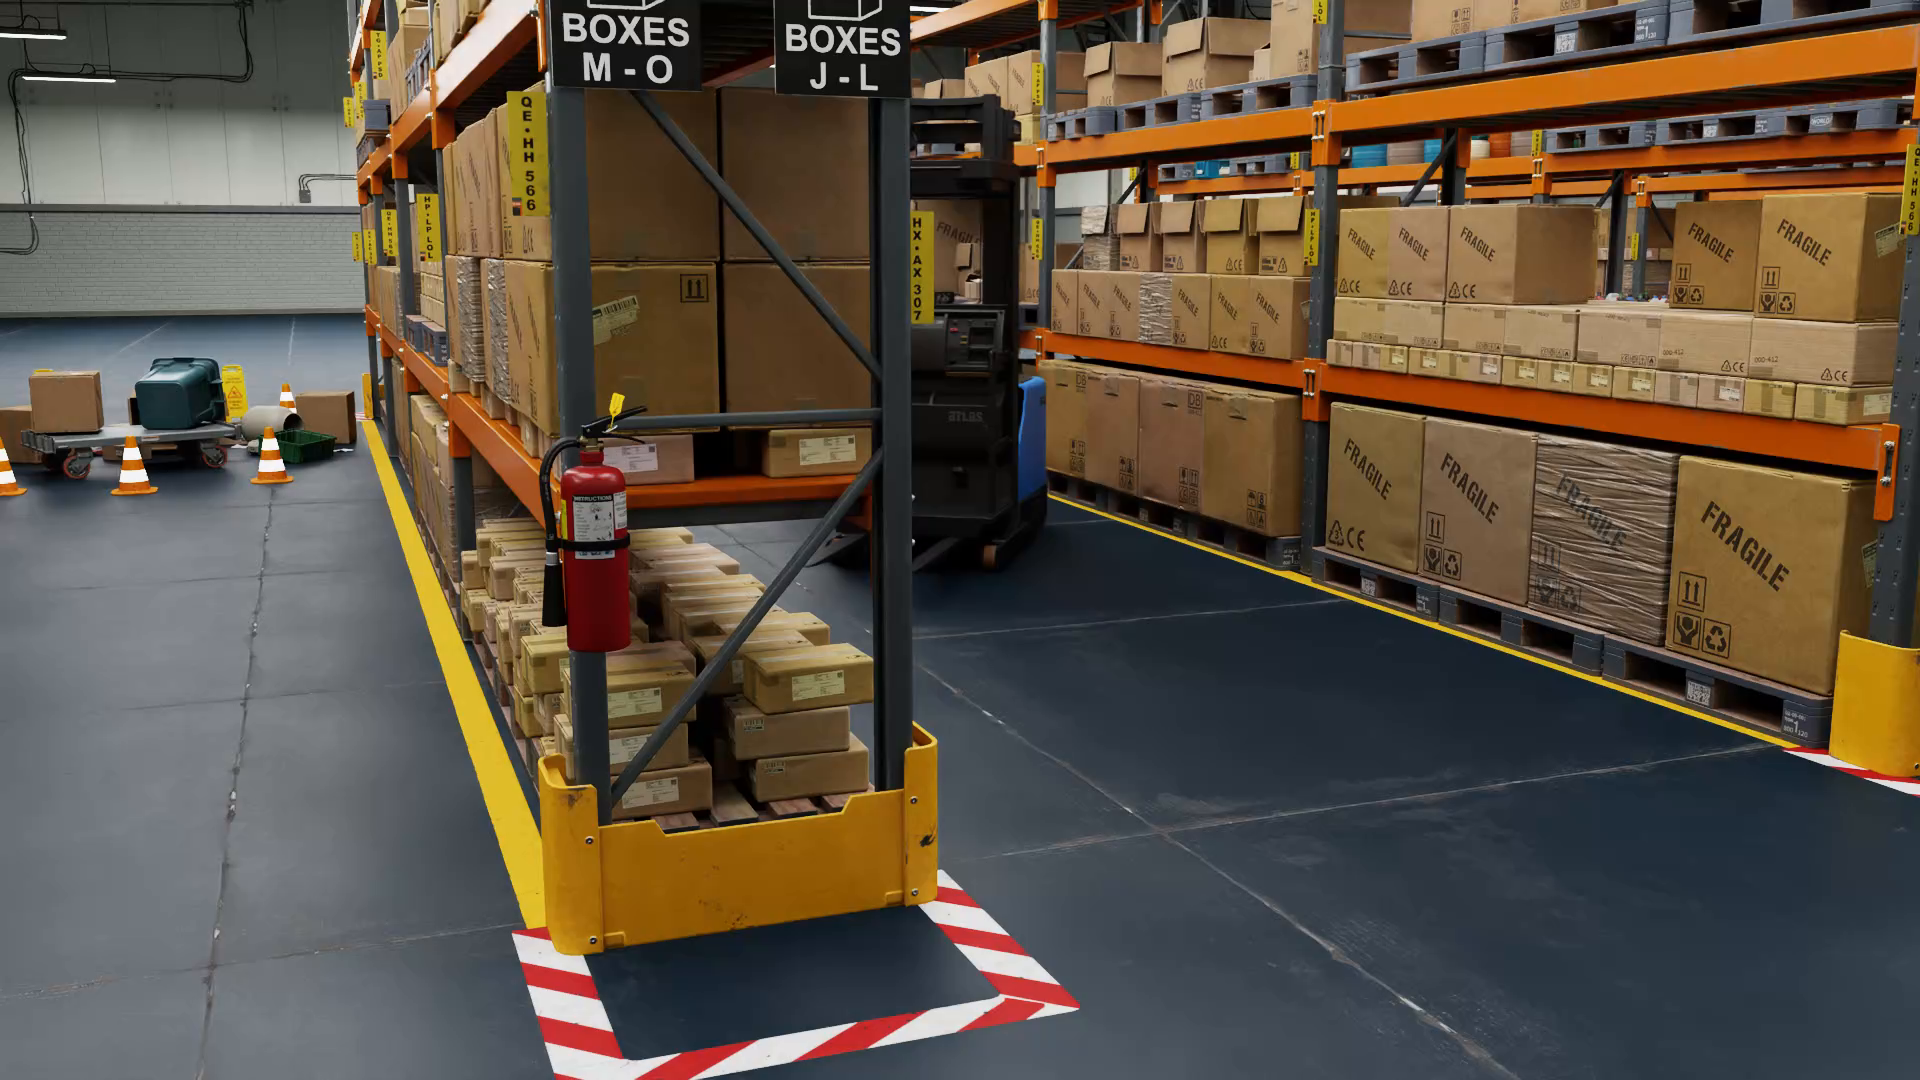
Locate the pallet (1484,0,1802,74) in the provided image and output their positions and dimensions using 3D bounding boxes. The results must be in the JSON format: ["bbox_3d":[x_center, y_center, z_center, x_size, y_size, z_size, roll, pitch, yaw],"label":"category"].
[{"bbox_3d":[3.305,-2.390,7.981,1.003,0.211,1.213,-4,11,-21],"label":"pallet"}]

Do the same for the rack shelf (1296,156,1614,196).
[{"bbox_3d":[5.022,-3.707,17.182,1.077,0.370,4.000,-4,11,-21],"label":"rack shelf"}]

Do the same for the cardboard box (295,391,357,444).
[{"bbox_3d":[-6.497,-1.257,17.050,0.500,0.500,0.500,-2,10,-11],"label":"cardboard box"}]

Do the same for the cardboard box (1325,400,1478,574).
[{"bbox_3d":[2.745,-0.338,9.624,0.875,0.875,0.875,-4,11,-21],"label":"cardboard box"}]

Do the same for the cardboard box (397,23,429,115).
[{"bbox_3d":[-3.196,-2.898,10.299,0.500,0.500,0.500,-4,11,-21],"label":"cardboard box"}]

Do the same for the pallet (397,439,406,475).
[{"bbox_3d":[-4.628,-0.804,15.336,1.003,0.211,1.213,-4,11,-21],"label":"pallet"}]

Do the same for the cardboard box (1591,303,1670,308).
[{"bbox_3d":[3.540,-1.057,8.376,0.500,0.250,0.500,-4,11,-22],"label":"cardboard box"}]

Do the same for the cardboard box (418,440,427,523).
[{"bbox_3d":[-3.325,-0.407,11.084,0.500,0.500,0.500,-4,11,-20],"label":"cardboard box"}]

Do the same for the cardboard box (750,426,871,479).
[{"bbox_3d":[-0.442,-0.289,5.197,0.380,0.149,0.250,-4,11,-21],"label":"cardboard box"}]

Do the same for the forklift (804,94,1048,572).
[{"bbox_3d":[-0.219,-1.323,10.490,1.130,2.935,3.031,2,10,14],"label":"forklift"}]

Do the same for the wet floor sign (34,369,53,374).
[{"bbox_3d":[-10.076,-1.560,18.347,0.267,0.644,0.232,0,10,-1],"label":"wet floor sign"}]

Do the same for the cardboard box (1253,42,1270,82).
[{"bbox_3d":[2.267,-3.115,10.856,0.500,0.311,0.500,-4,11,-23],"label":"cardboard box"}]

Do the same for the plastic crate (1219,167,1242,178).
[{"bbox_3d":[3.339,-4.494,20.306,0.243,0.136,0.396,-4,11,-21],"label":"plastic crate"}]

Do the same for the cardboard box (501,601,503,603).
[{"bbox_3d":[-1.949,0.211,7.761,0.380,0.149,0.250,-4,11,-21],"label":"cardboard box"}]

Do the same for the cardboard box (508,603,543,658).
[{"bbox_3d":[-1.492,0.329,6.248,0.380,0.149,0.250,-3,11,-19],"label":"cardboard box"}]

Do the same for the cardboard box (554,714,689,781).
[{"bbox_3d":[-1.087,0.643,5.331,0.380,0.149,0.250,-4,11,-22],"label":"cardboard box"}]

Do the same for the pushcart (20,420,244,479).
[{"bbox_3d":[-7.448,-0.829,15.003,1.648,0.377,0.936,-9,13,-40],"label":"pushcart"}]

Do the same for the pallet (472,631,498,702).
[{"bbox_3d":[-1.803,0.488,8.072,1.003,0.211,1.213,-4,11,-21],"label":"pallet"}]

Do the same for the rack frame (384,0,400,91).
[{"bbox_3d":[-3.529,-4.599,11.577,1.000,3.000,0.127,-4,11,-21],"label":"rack frame"}]

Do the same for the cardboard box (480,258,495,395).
[{"bbox_3d":[-1.578,-0.840,6.445,0.500,0.500,0.500,-3,11,-18],"label":"cardboard box"}]

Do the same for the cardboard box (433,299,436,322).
[{"bbox_3d":[-3.162,-1.467,10.621,0.380,0.149,0.250,-4,11,-19],"label":"cardboard box"}]

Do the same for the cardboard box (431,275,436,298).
[{"bbox_3d":[-3.160,-1.613,10.594,0.380,0.149,0.250,-4,11,-21],"label":"cardboard box"}]

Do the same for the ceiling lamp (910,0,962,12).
[{"bbox_3d":[-1.032,-10.400,27.523,2.000,3.185,0.800,-4,11,-21],"label":"ceiling lamp"}]

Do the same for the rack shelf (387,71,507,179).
[{"bbox_3d":[-2.804,-2.441,10.067,1.077,0.370,4.000,-4,11,-21],"label":"rack shelf"}]

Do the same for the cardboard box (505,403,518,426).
[{"bbox_3d":[-1.619,-0.549,6.657,0.380,0.149,0.250,-3,11,-19],"label":"cardboard box"}]

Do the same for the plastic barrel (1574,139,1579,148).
[{"bbox_3d":[5.610,-3.695,15.505,0.294,0.245,0.294,0,10,0],"label":"plastic barrel"}]

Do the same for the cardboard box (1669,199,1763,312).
[{"bbox_3d":[3.733,-1.340,7.828,0.500,0.500,0.500,-4,11,-22],"label":"cardboard box"}]

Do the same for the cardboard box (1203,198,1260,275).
[{"bbox_3d":[2.103,-2.050,11.229,0.797,0.503,0.637,-4,11,-20],"label":"cardboard box"}]

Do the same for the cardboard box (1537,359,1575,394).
[{"bbox_3d":[3.040,-0.800,8.072,0.380,0.149,0.250,-4,11,-20],"label":"cardboard box"}]

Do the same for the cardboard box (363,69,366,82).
[{"bbox_3d":[-5.408,-4.339,15.639,0.380,0.149,0.250,-4,11,-21],"label":"cardboard box"}]

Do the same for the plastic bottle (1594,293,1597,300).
[{"bbox_3d":[5.744,-2.115,15.099,0.152,0.276,0.135,-4,11,-21],"label":"plastic bottle"}]

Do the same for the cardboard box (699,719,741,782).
[{"bbox_3d":[-0.692,0.714,5.780,0.380,0.149,0.250,-4,11,-21],"label":"cardboard box"}]

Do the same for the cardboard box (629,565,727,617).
[{"bbox_3d":[-1.179,0.209,6.921,0.380,0.149,0.250,-4,11,-21],"label":"cardboard box"}]

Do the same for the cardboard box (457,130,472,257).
[{"bbox_3d":[-1.787,-1.423,6.865,0.500,0.500,0.500,-4,11,-20],"label":"cardboard box"}]

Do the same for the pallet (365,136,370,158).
[{"bbox_3d":[-5.265,-3.865,16.272,1.003,0.211,1.213,-4,11,-21],"label":"pallet"}]

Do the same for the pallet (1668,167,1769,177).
[{"bbox_3d":[9.247,-4.464,19.930,0.805,0.209,1.217,-4,11,-23],"label":"pallet"}]

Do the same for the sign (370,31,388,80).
[{"bbox_3d":[-4.049,-3.381,11.597,0.100,0.325,0.005,-4,11,-21],"label":"sign"}]

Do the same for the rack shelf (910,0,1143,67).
[{"bbox_3d":[0.406,-4.672,15.187,1.077,0.370,4.000,-4,11,-21],"label":"rack shelf"}]

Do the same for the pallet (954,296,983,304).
[{"bbox_3d":[0.375,-2.169,15.598,1.003,0.211,1.213,-4,11,-21],"label":"pallet"}]

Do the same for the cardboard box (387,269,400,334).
[{"bbox_3d":[-4.303,-1.914,13.328,0.500,0.500,0.500,-4,11,-22],"label":"cardboard box"}]

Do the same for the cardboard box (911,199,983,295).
[{"bbox_3d":[-0.161,-2.960,16.581,1.000,1.000,1.000,-4,11,-21],"label":"cardboard box"}]

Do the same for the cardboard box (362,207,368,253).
[{"bbox_3d":[-5.968,-3.309,17.947,0.875,0.550,0.550,-4,11,-21],"label":"cardboard box"}]

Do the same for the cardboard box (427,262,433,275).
[{"bbox_3d":[-3.262,-1.806,10.827,0.380,0.149,0.250,-4,11,-23],"label":"cardboard box"}]

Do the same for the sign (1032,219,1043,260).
[{"bbox_3d":[0.628,-2.438,13.482,0.100,0.325,0.005,-4,11,-21],"label":"sign"}]

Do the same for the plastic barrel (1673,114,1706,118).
[{"bbox_3d":[6.272,-3.707,14.327,0.301,0.262,0.301,0,10,0],"label":"plastic barrel"}]

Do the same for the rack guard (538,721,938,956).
[{"bbox_3d":[-0.657,0.879,5.050,1.175,0.500,0.348,-4,11,-21],"label":"rack guard"}]

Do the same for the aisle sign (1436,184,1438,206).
[{"bbox_3d":[7.157,-5.148,24.374,0.394,0.787,0.004,-4,11,-21],"label":"aisle sign"}]

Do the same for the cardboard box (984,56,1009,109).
[{"bbox_3d":[0.529,-3.860,14.279,0.500,0.500,0.500,-4,11,-21],"label":"cardboard box"}]

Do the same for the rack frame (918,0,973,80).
[{"bbox_3d":[-0.319,-5.550,16.924,1.000,3.000,0.127,-4,11,-21],"label":"rack frame"}]

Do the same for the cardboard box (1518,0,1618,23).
[{"bbox_3d":[3.168,-2.766,8.070,0.700,0.500,0.500,-3,11,-18],"label":"cardboard box"}]

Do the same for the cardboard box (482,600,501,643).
[{"bbox_3d":[-2.012,0.365,7.742,0.380,0.149,0.250,-4,11,-21],"label":"cardboard box"}]

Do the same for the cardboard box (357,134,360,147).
[{"bbox_3d":[-6.419,-4.401,18.264,0.380,0.149,0.250,-4,11,-21],"label":"cardboard box"}]
